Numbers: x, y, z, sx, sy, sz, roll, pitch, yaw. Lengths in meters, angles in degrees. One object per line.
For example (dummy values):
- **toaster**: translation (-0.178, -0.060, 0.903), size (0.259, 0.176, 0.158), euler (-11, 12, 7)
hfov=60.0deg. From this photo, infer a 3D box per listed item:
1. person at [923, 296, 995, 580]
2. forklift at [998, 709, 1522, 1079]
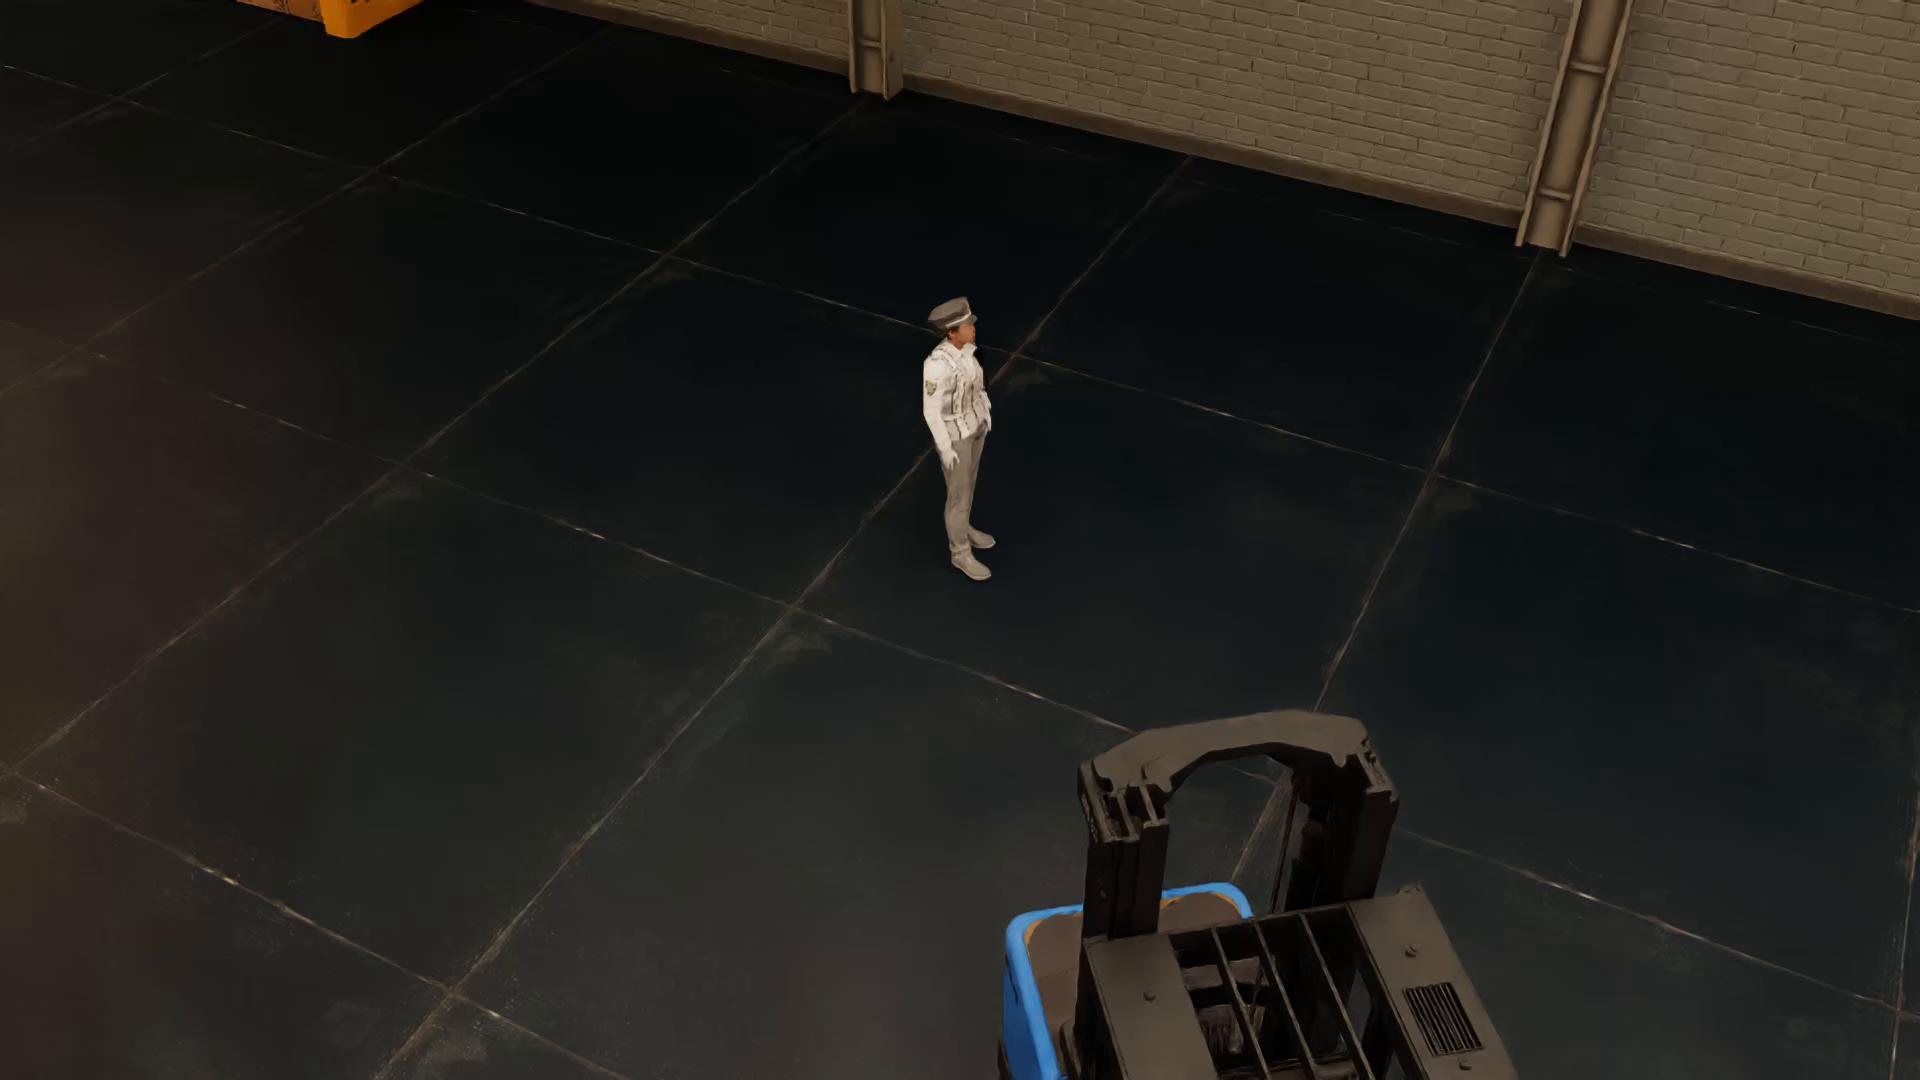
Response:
- **person**: translation (0.057, -0.630, 9.682), size (0.532, 1.695, 0.586), euler (18, 43, 21)
- **forklift**: translation (0.954, 2.104, 5.488), size (1.130, 2.935, 3.031), euler (-7, 41, -8)
